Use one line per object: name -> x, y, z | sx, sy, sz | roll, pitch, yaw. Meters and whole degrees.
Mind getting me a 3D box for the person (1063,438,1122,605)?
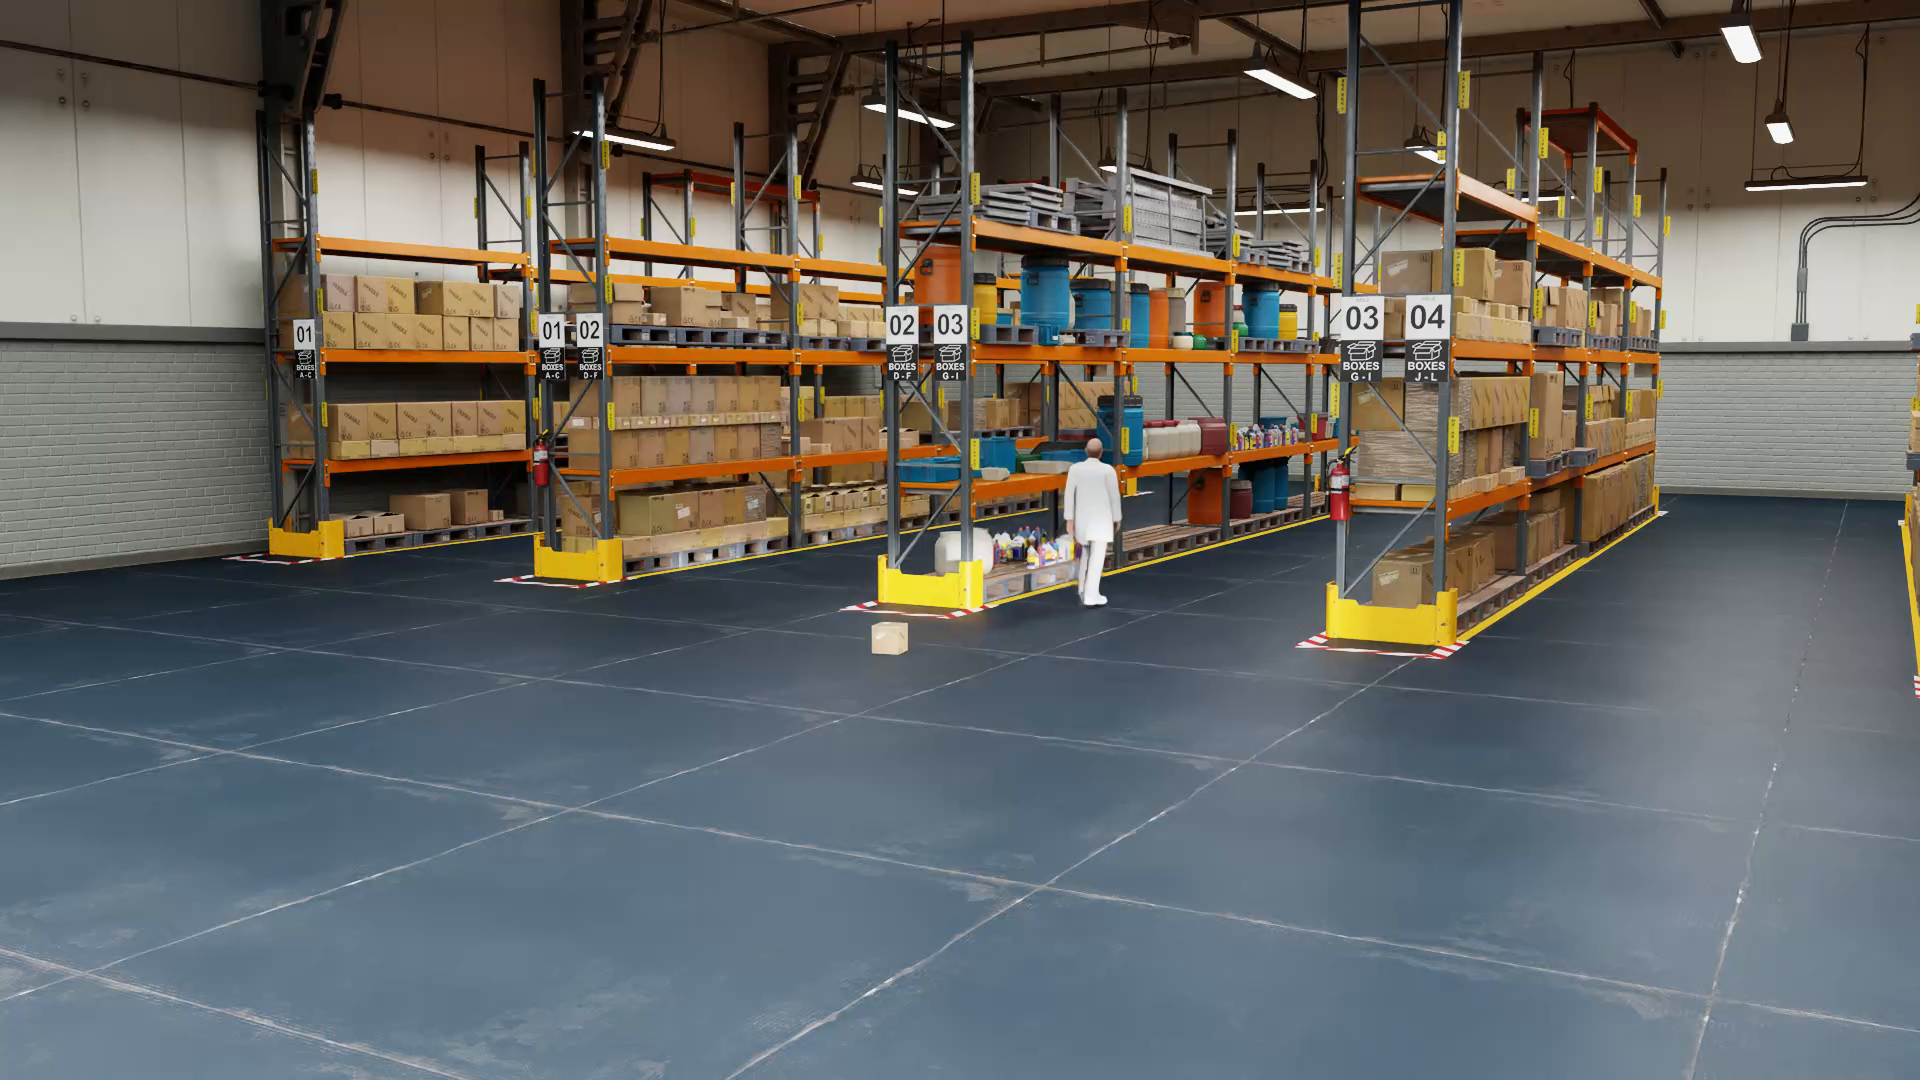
person -> 1.421, -0.163, 17.777 | 0.578, 1.847, 0.590 | 3, 7, 28
